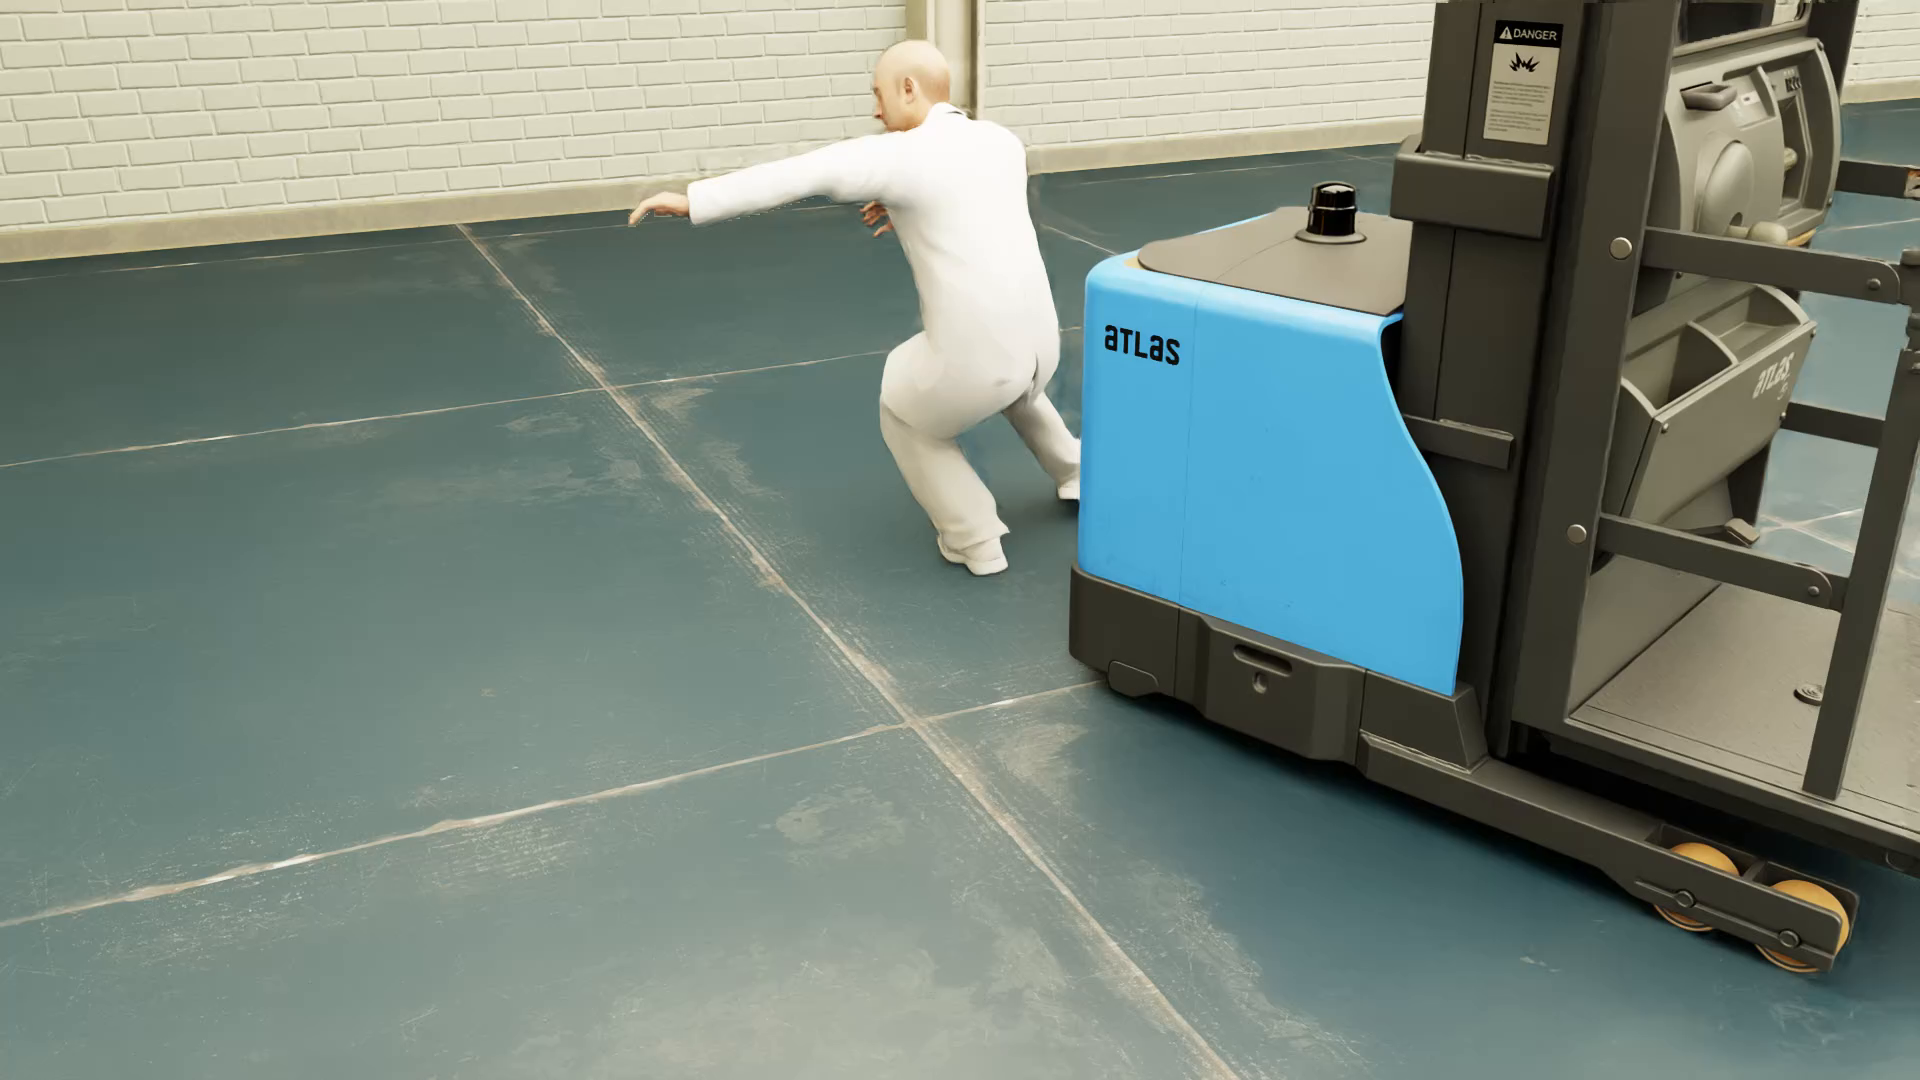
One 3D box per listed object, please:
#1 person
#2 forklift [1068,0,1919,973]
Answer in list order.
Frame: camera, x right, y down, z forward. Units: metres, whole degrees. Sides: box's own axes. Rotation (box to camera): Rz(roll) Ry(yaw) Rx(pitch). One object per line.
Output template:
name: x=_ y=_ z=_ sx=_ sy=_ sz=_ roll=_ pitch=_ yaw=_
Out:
person: x=-0.086 y=-0.645 z=4.717 sx=0.804 sy=1.500 sz=1.619 roll=18 pitch=28 yaw=36
forklift: x=1.711 y=-0.766 z=3.129 sx=3.031 sy=2.935 sz=1.130 roll=19 pitch=29 yaw=38
